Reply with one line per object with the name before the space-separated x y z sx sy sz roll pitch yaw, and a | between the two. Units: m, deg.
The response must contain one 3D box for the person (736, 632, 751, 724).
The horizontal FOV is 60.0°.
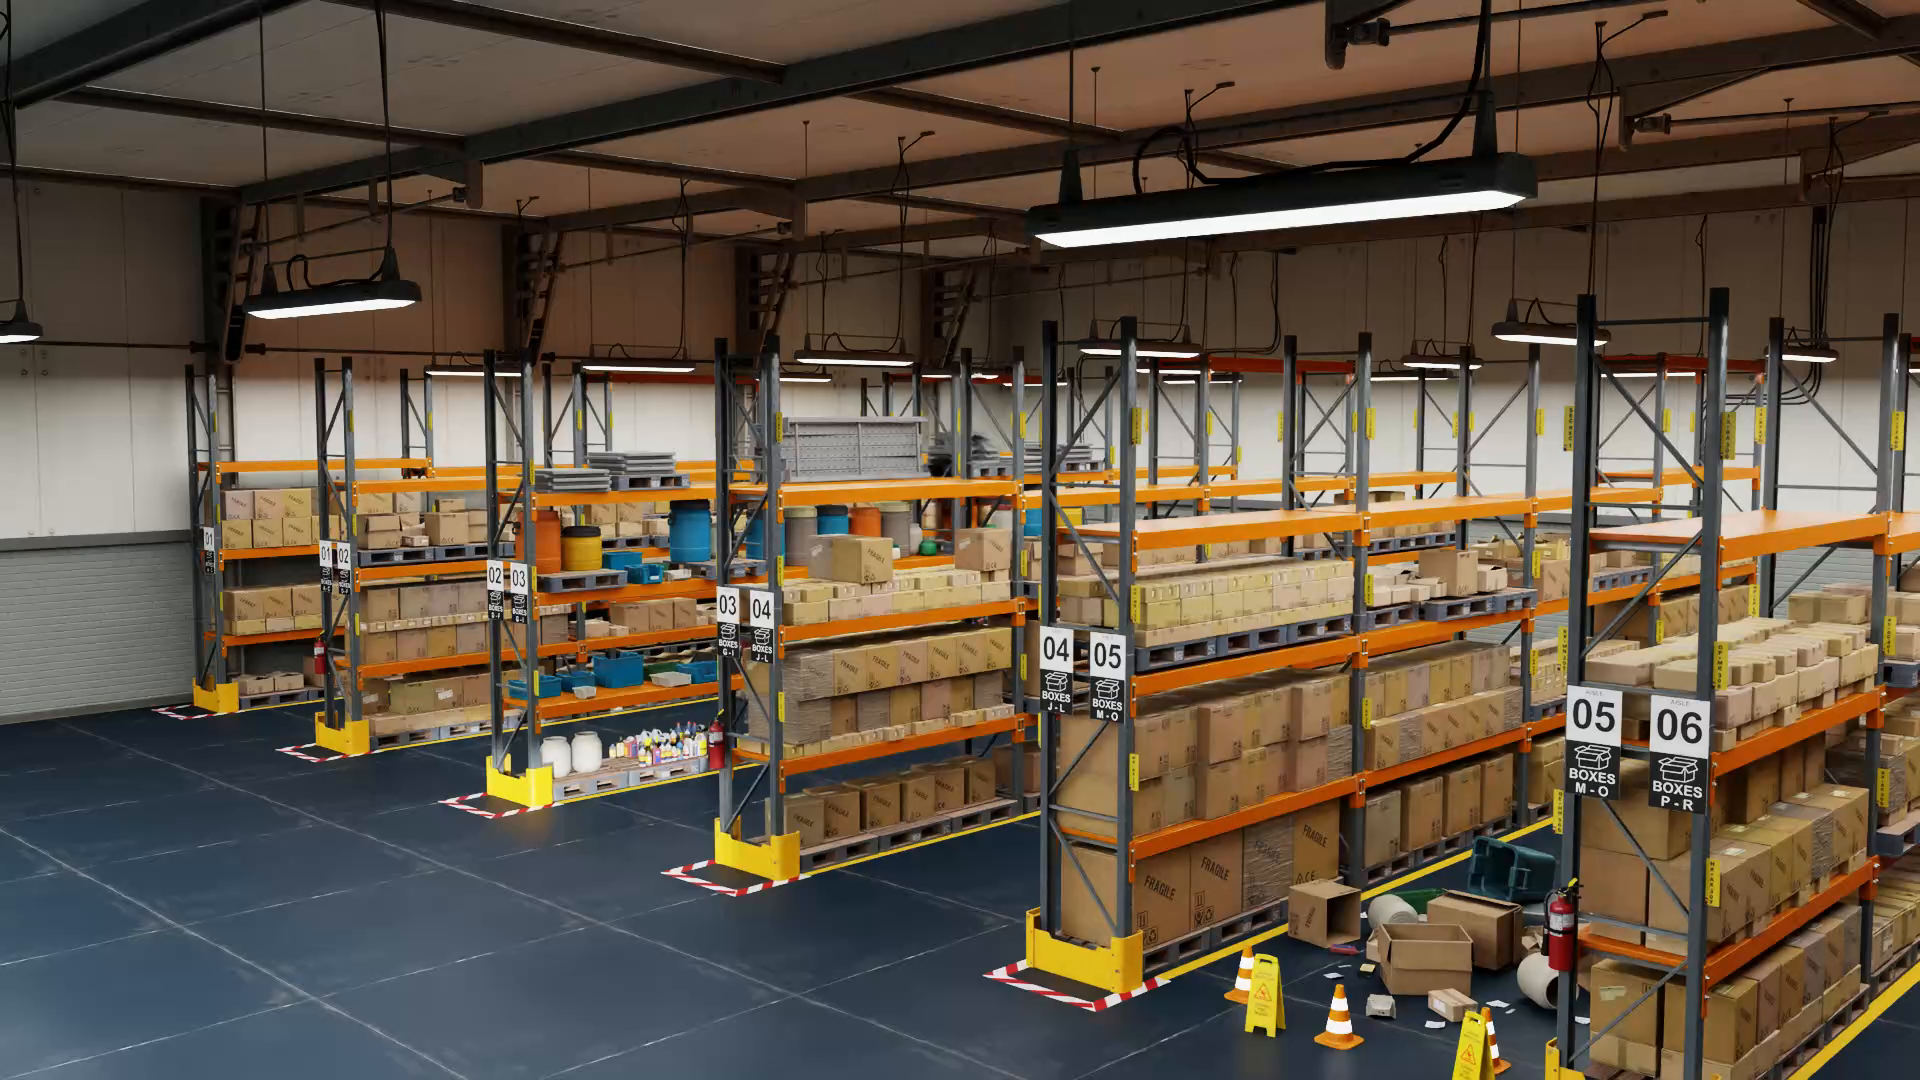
person | -3.509 2.238 27.710 0.596 1.638 0.578 3 5 33
